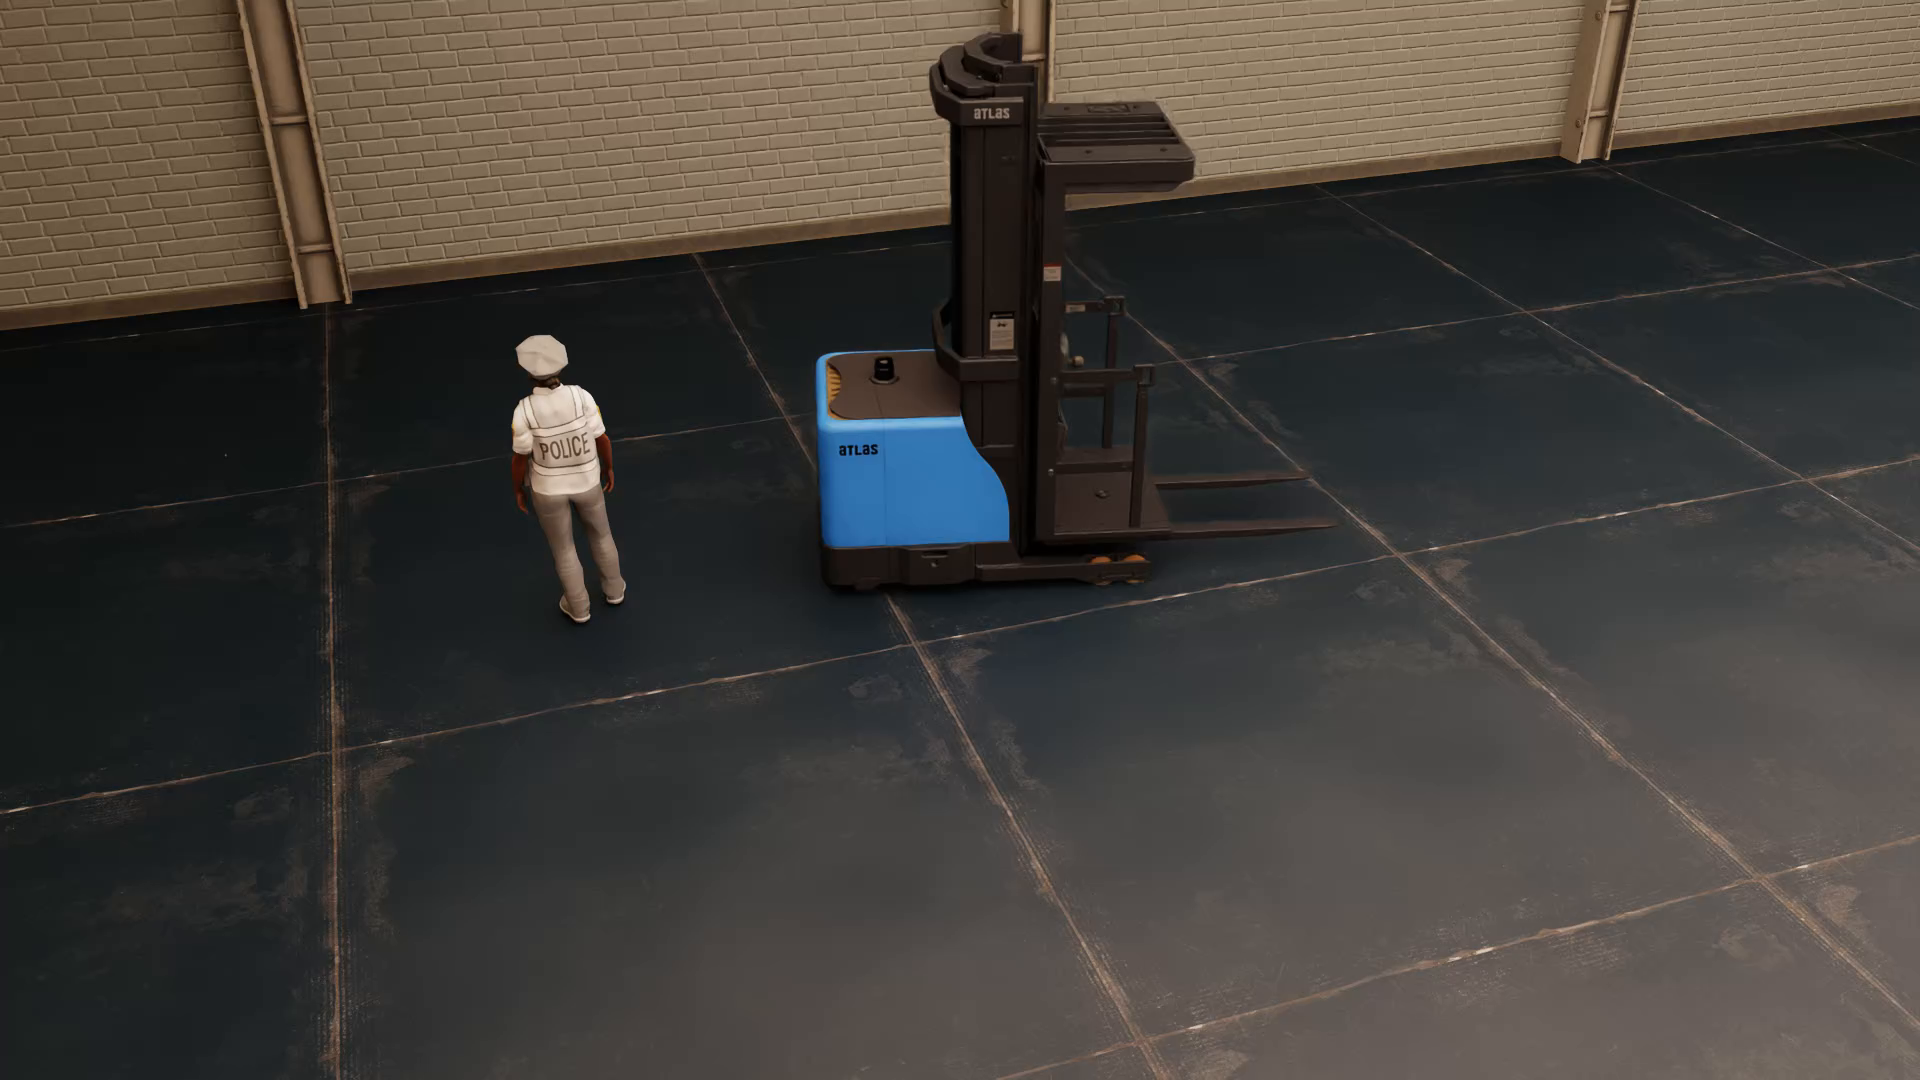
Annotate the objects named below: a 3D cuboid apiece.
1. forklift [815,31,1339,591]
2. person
[{"bbox_3d":[0.686,-1.269,9.293,3.031,2.935,1.130,-2,30,-4],"label":"forklift"},{"bbox_3d":[-2.113,-0.337,8.897,0.568,1.695,0.531,-12,32,-20],"label":"person"}]
